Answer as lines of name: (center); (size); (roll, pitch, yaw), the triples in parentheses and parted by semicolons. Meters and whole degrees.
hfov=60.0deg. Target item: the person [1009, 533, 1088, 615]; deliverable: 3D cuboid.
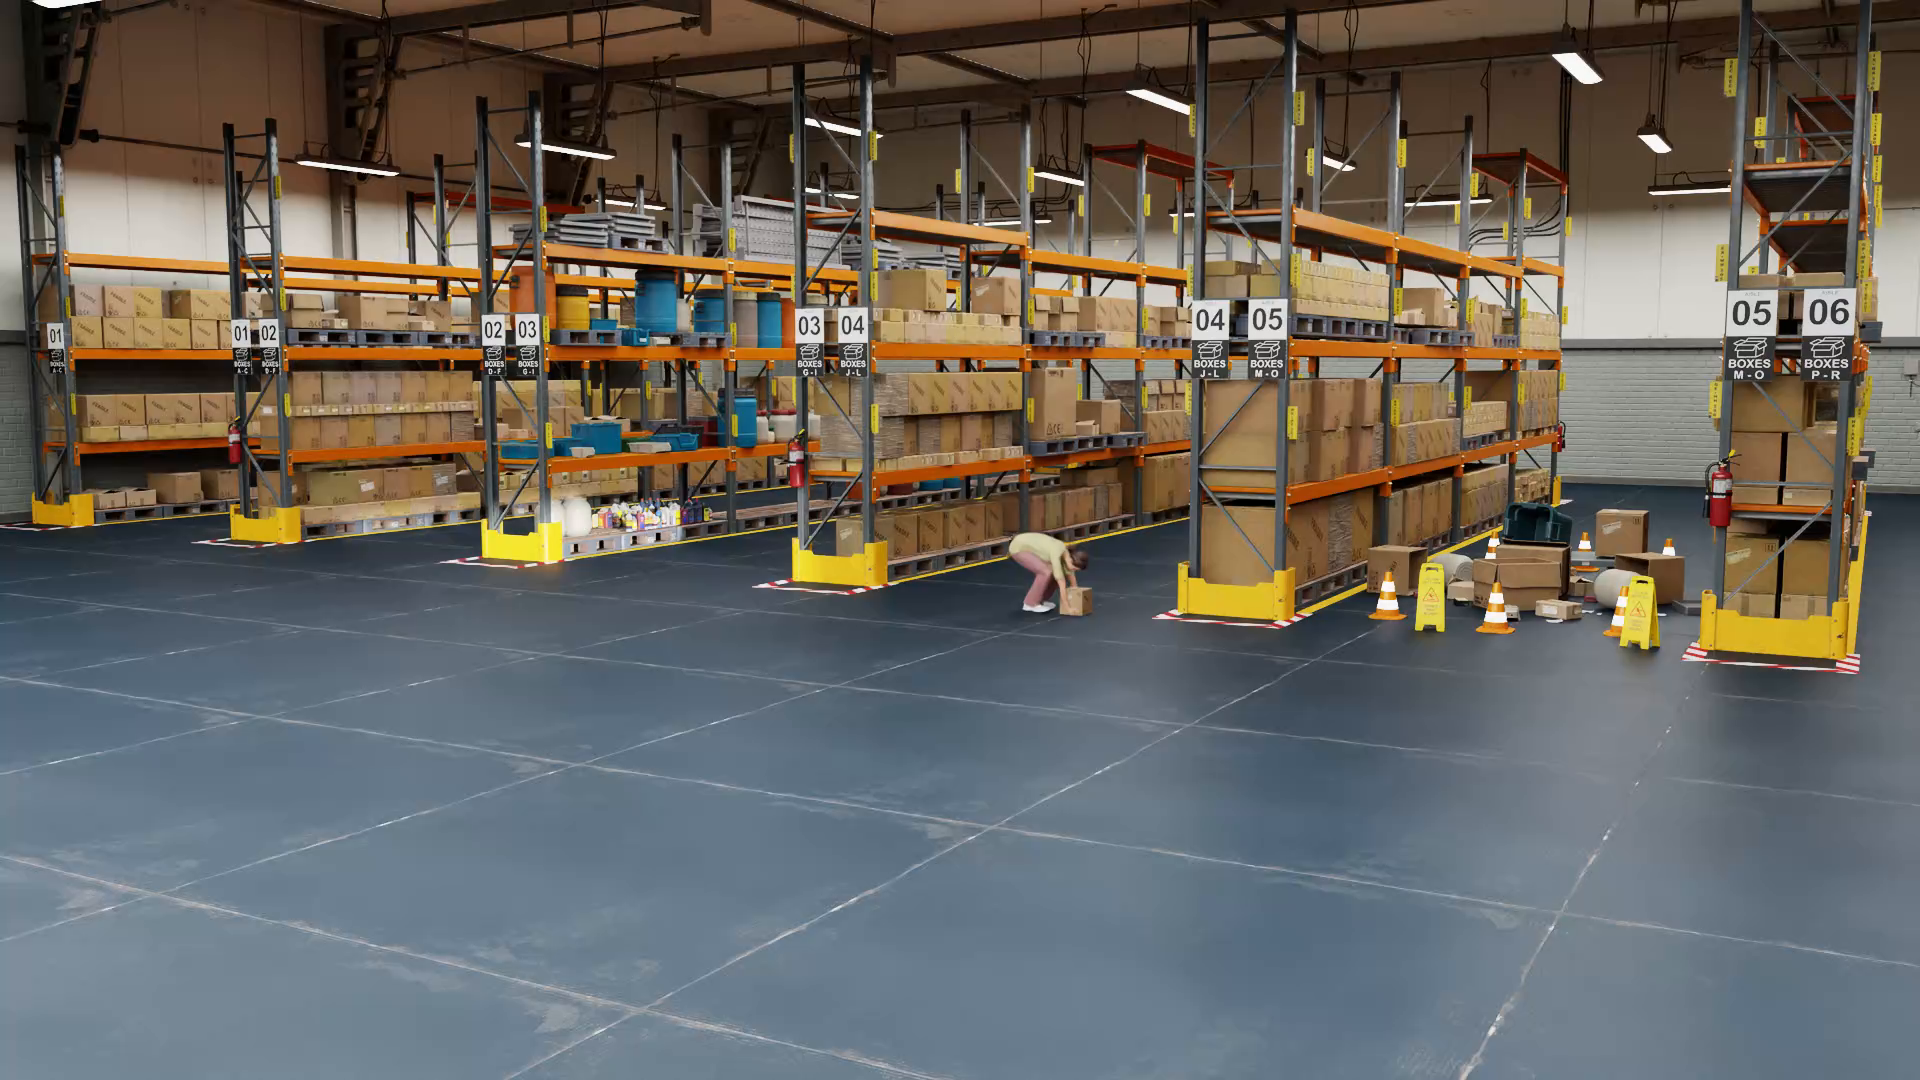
person: (0.934, 0.343, 17.257); (0.857, 0.827, 0.470); (3, 7, 26)
